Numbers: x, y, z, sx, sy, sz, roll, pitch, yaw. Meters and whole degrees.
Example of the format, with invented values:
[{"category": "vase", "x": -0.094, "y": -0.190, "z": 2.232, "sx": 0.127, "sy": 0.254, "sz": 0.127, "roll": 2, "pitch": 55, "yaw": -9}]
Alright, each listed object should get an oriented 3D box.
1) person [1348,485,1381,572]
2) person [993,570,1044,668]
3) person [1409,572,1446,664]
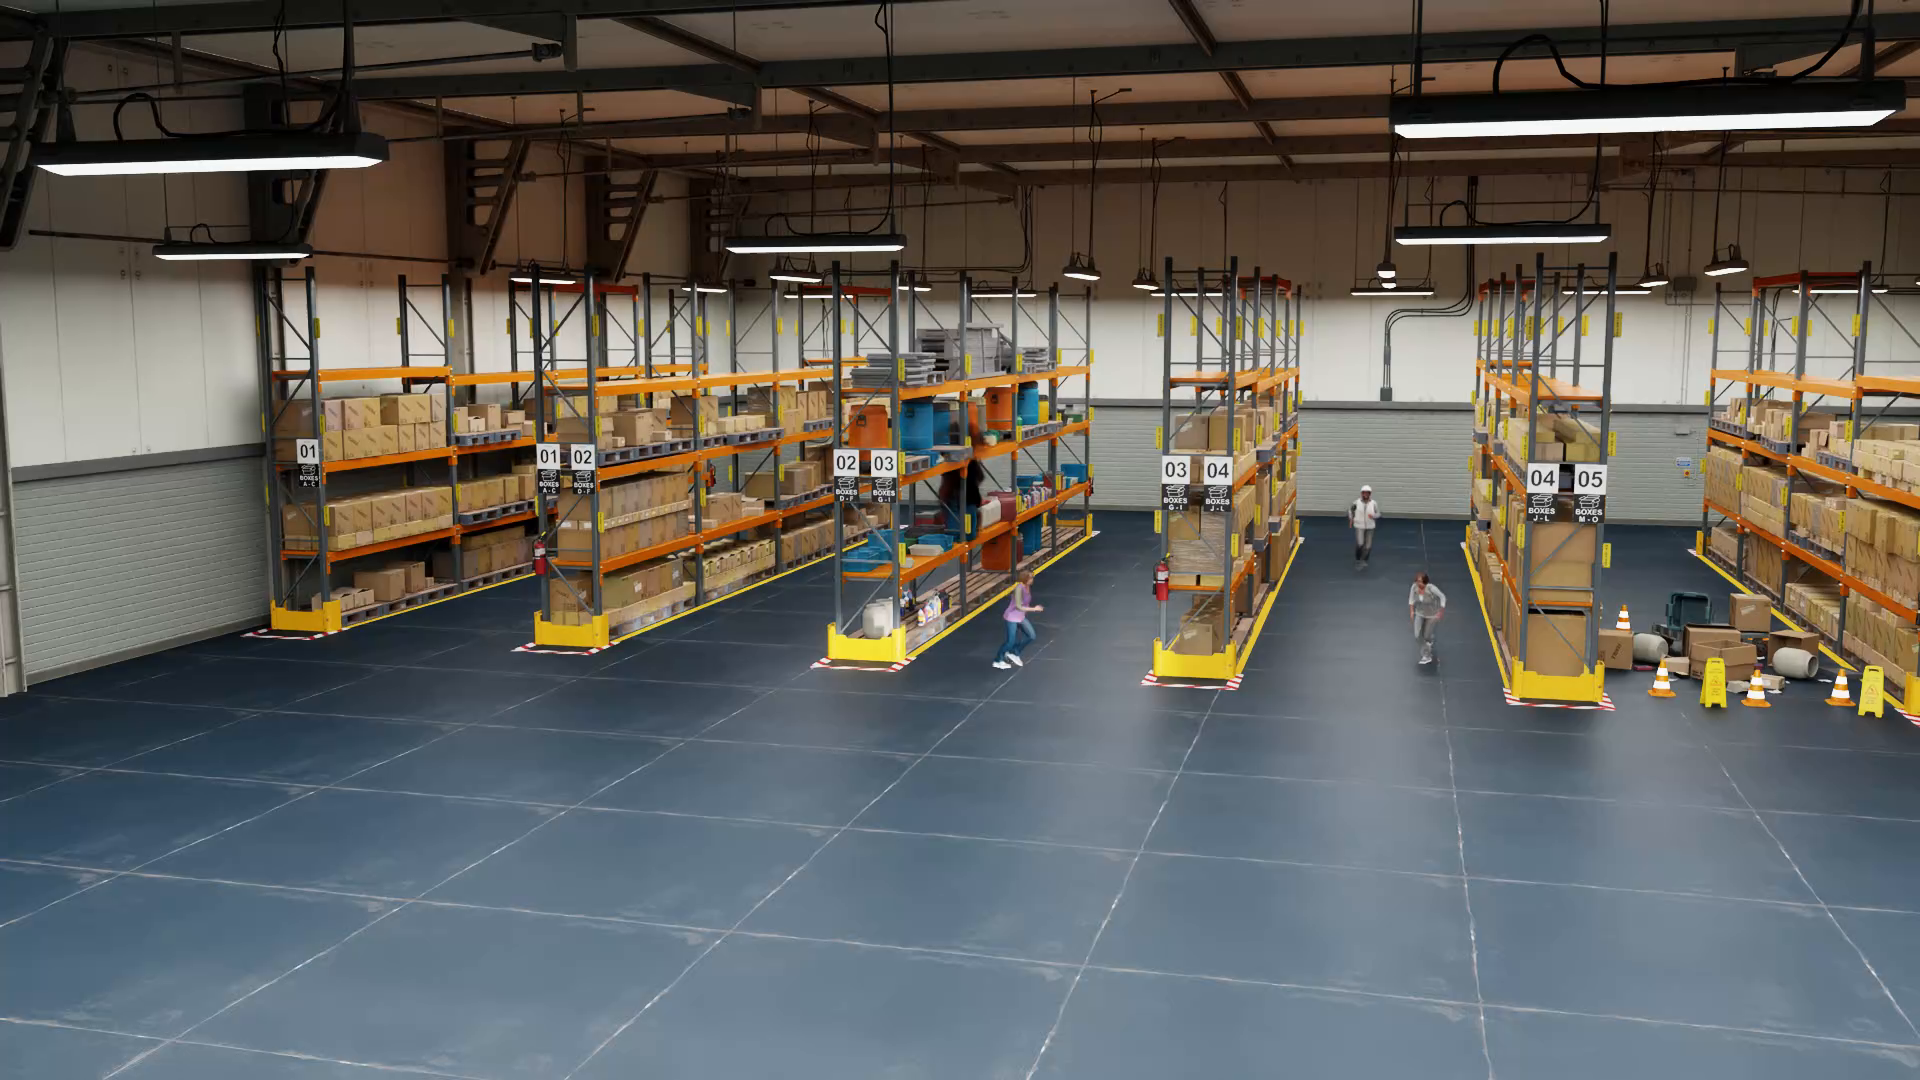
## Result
[{"category": "person", "x": 8.371, "y": -0.232, "z": 34.411, "sx": 0.621, "sy": 1.801, "sz": 0.726, "roll": 1, "pitch": 7, "yaw": 4}, {"category": "person", "x": 0.864, "y": 1.164, "z": 24.432, "sx": 0.834, "sy": 1.498, "sz": 0.526, "roll": 4, "pitch": 8, "yaw": 31}, {"category": "person", "x": 7.018, "y": 1.151, "z": 24.927, "sx": 0.552, "sy": 1.419, "sz": 0.853, "roll": 4, "pitch": 8, "yaw": 30}]
